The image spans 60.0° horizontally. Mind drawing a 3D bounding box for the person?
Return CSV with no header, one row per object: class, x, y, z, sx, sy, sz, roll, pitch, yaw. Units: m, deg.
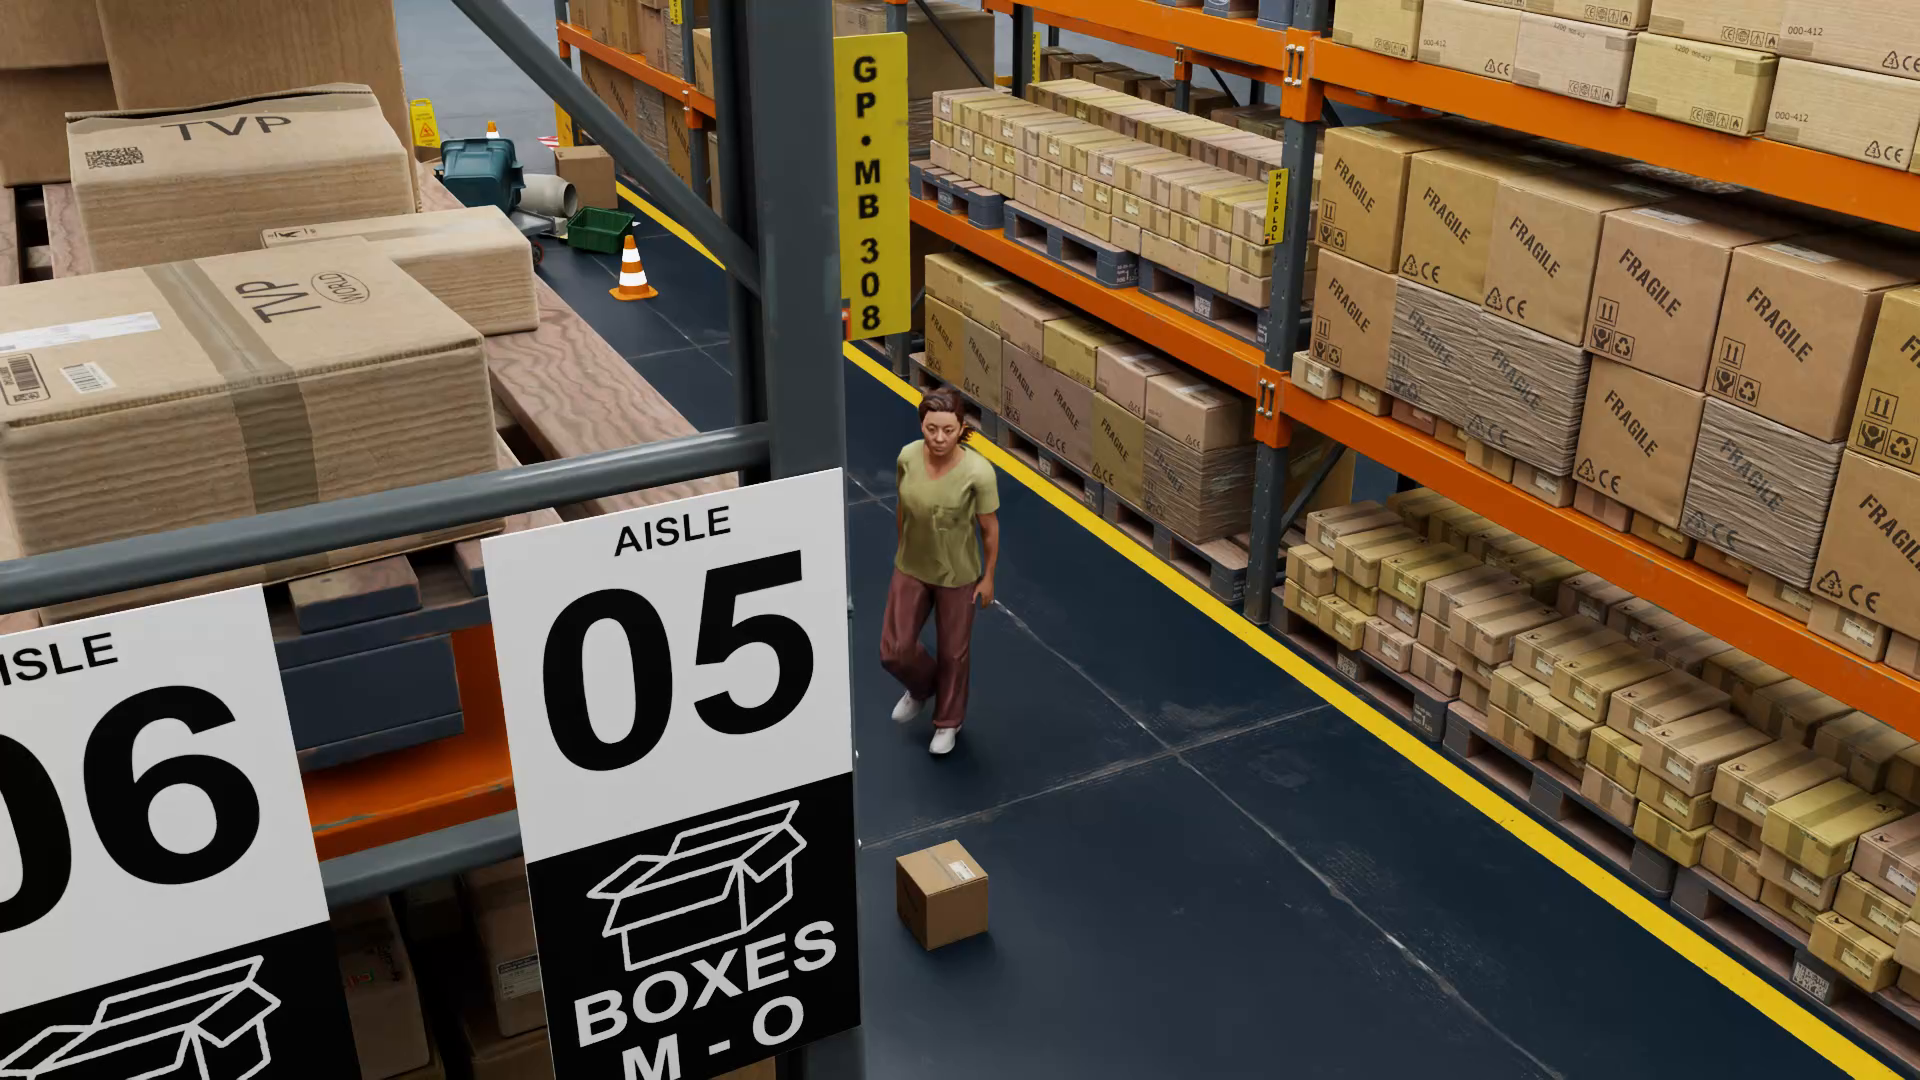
person,-0.074,0.133,6.812,0.496,1.660,0.465,8,27,16
